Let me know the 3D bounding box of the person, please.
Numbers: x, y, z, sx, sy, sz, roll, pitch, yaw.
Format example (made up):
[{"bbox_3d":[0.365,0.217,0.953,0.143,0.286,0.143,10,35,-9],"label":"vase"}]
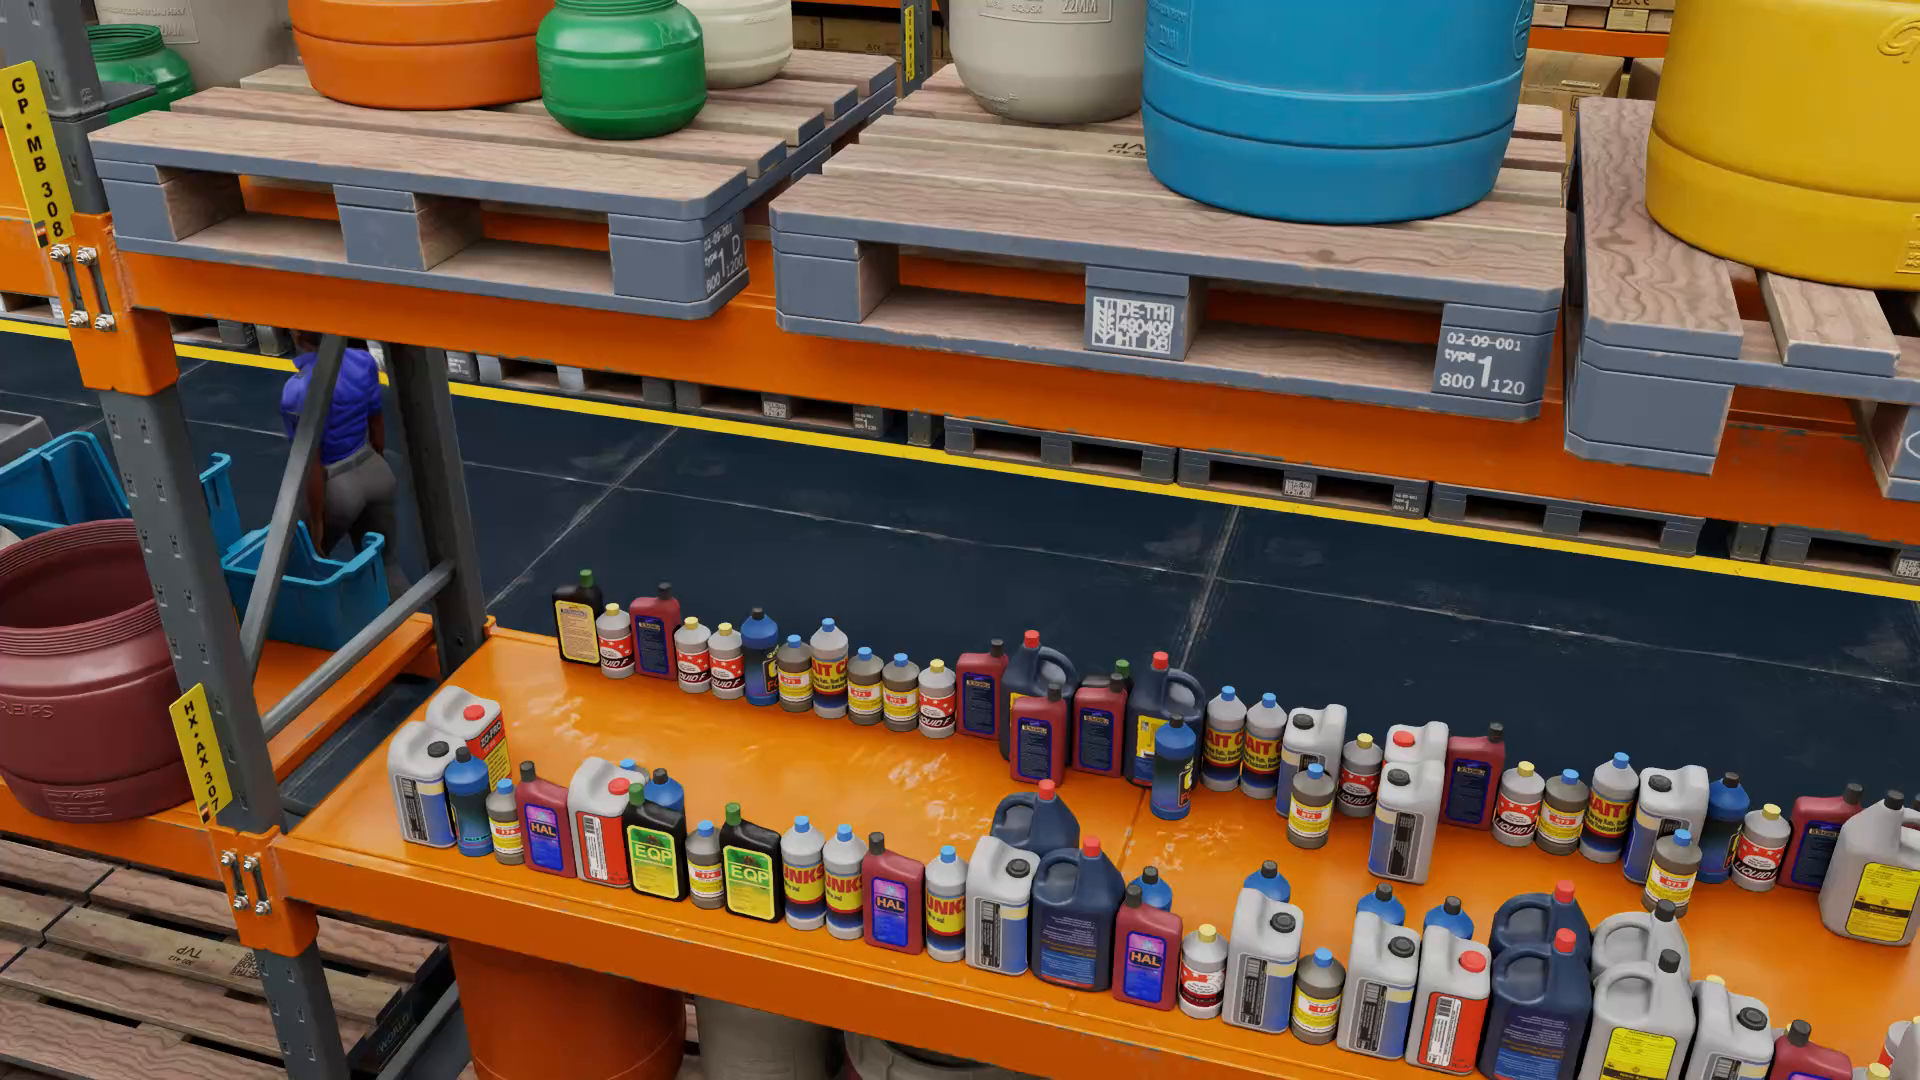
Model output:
[{"bbox_3d":[-2.395,-0.169,6.411,0.469,1.685,0.486,14,32,23],"label":"person"}]
